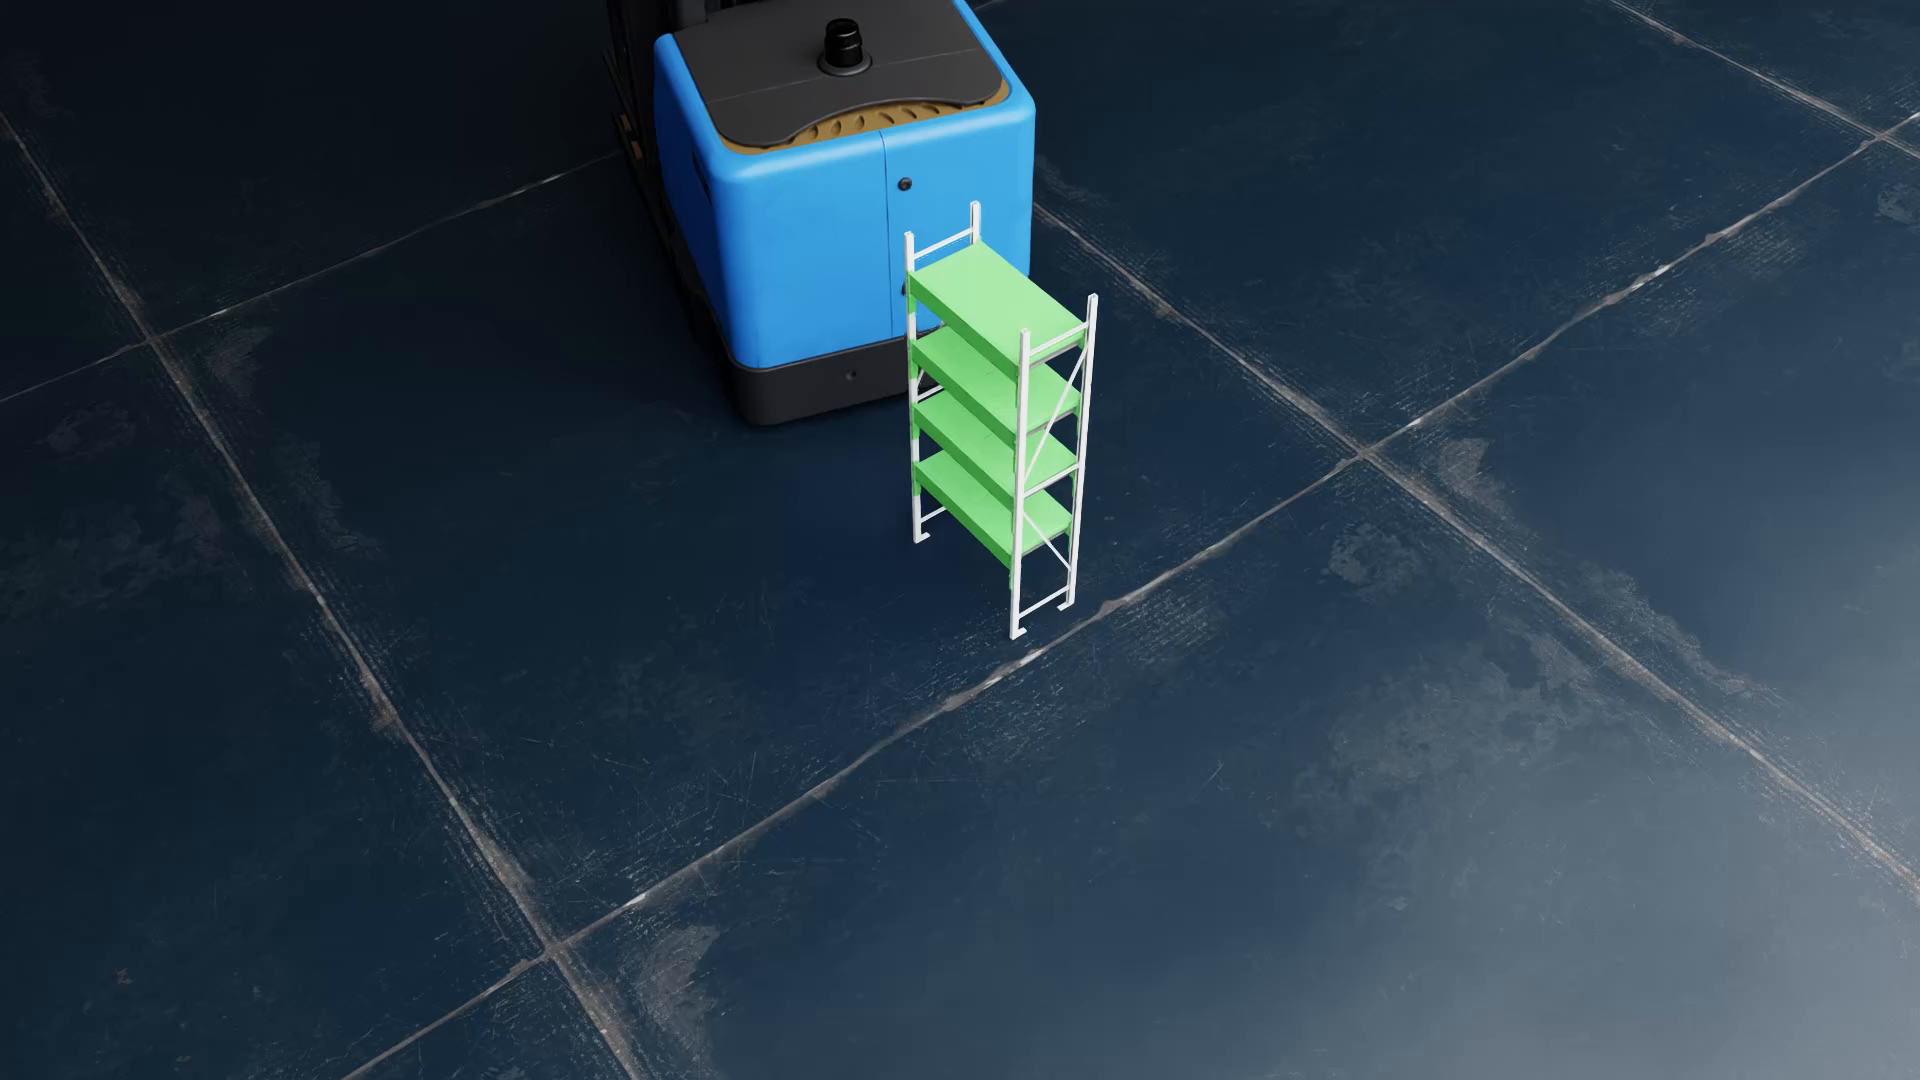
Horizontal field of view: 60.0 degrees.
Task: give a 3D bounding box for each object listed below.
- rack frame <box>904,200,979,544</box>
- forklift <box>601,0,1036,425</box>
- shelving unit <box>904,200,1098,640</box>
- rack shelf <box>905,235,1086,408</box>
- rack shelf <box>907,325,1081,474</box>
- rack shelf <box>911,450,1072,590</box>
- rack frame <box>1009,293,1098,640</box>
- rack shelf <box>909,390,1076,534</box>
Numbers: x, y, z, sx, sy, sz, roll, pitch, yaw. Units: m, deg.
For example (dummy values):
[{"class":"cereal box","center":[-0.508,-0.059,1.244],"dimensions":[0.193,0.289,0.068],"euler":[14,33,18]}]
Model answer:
[{"class":"rack frame","center":[-0.048,-0.449,4.847],"dimensions":[0.240,1.200,0.015],"euler":[-29,54,-24]},{"class":"forklift","center":[-0.736,-2.479,5.519],"dimensions":[1.130,2.935,3.031],"euler":[-15,50,-13]},{"class":"shelving unit","center":[0.100,-0.305,4.717],"dimensions":[0.258,1.200,0.503],"euler":[-29,54,-24]},{"class":"rack shelf","center":[0.100,-0.585,4.409],"dimensions":[0.258,0.148,0.480],"euler":[-29,54,-24]},{"class":"rack shelf","center":[0.100,-0.424,4.587],"dimensions":[0.258,0.148,0.480],"euler":[-29,54,-24]},{"class":"rack shelf","center":[0.100,-0.101,4.942],"dimensions":[0.258,0.148,0.480],"euler":[-29,54,-24]},{"class":"rack frame","center":[0.248,-0.162,4.587],"dimensions":[0.240,1.200,0.015],"euler":[-29,54,-24]},{"class":"rack shelf","center":[0.100,-0.262,4.764],"dimensions":[0.258,0.148,0.480],"euler":[-29,54,-24]}]
